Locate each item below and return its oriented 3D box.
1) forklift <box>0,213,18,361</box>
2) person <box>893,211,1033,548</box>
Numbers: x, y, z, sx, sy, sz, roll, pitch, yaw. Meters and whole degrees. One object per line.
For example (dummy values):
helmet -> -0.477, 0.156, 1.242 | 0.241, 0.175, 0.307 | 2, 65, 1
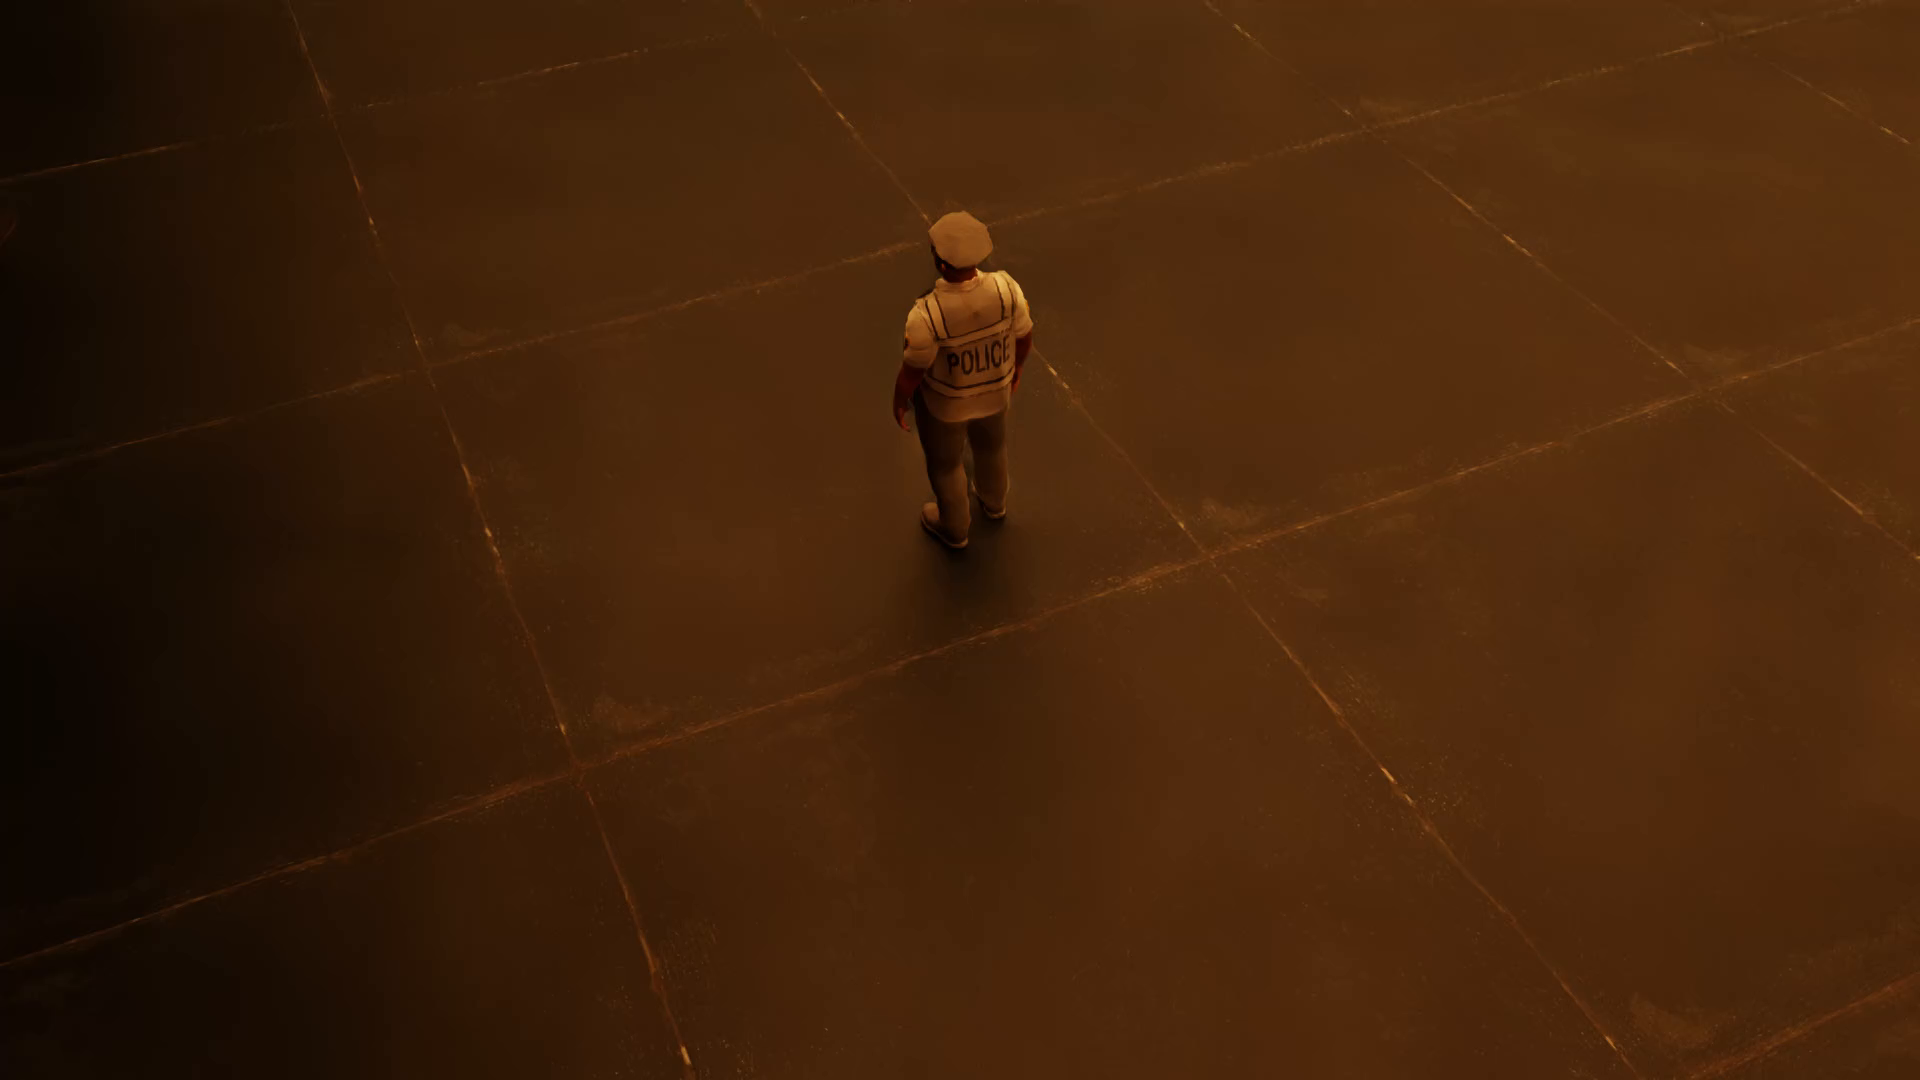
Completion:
forklift -> -5.592, -1.729, 7.533 | 1.130, 2.935, 3.031 | -3, 43, -4
person -> -0.022, -0.709, 7.270 | 0.640, 1.781, 0.574 | -18, 46, -18
